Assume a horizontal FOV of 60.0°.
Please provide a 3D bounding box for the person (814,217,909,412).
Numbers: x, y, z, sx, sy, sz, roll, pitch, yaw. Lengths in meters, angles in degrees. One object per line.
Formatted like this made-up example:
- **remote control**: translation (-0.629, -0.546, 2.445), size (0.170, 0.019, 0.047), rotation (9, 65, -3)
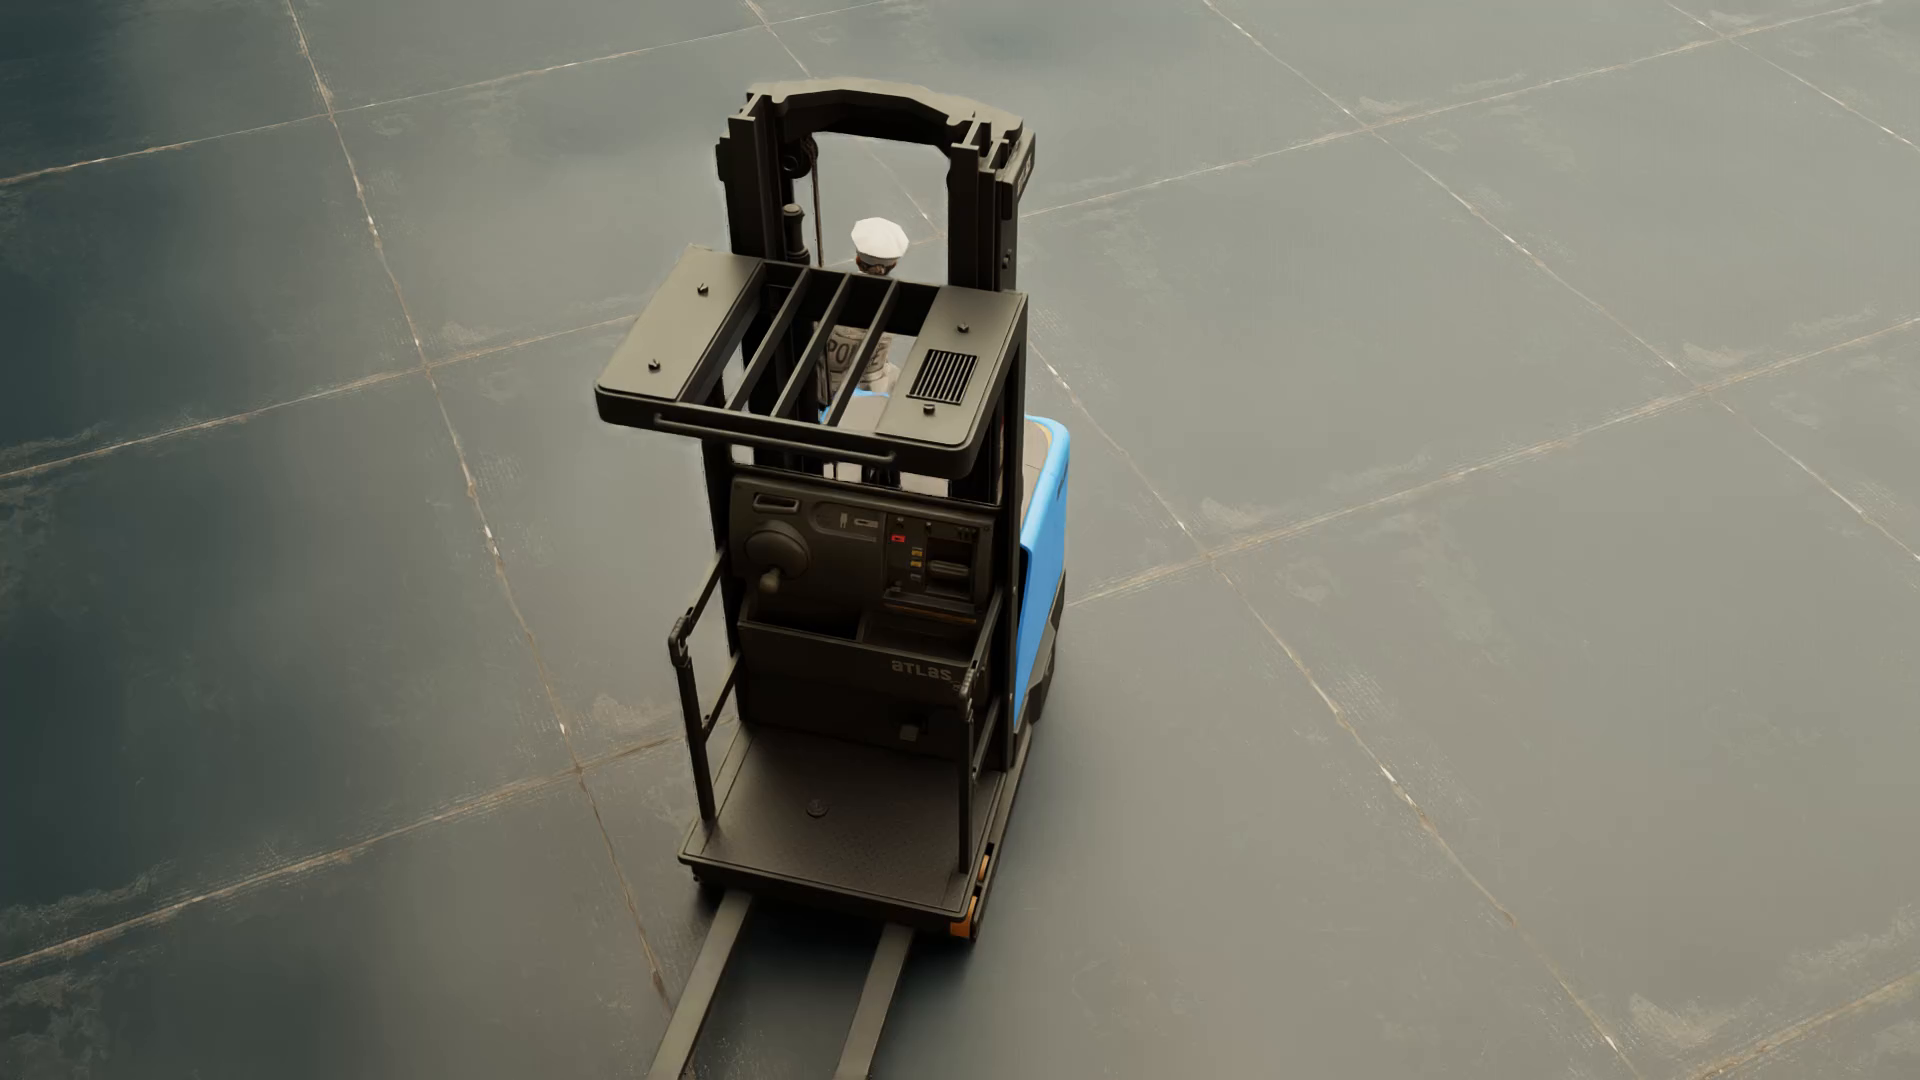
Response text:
- **person**: translation (-0.399, -0.874, 7.664), size (0.750, 1.493, 0.723), rotation (-4, 43, -4)

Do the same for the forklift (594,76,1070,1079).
- **forklift**: translation (-0.395, 0.122, 5.550), size (1.130, 2.935, 3.031), rotation (10, 44, 10)
